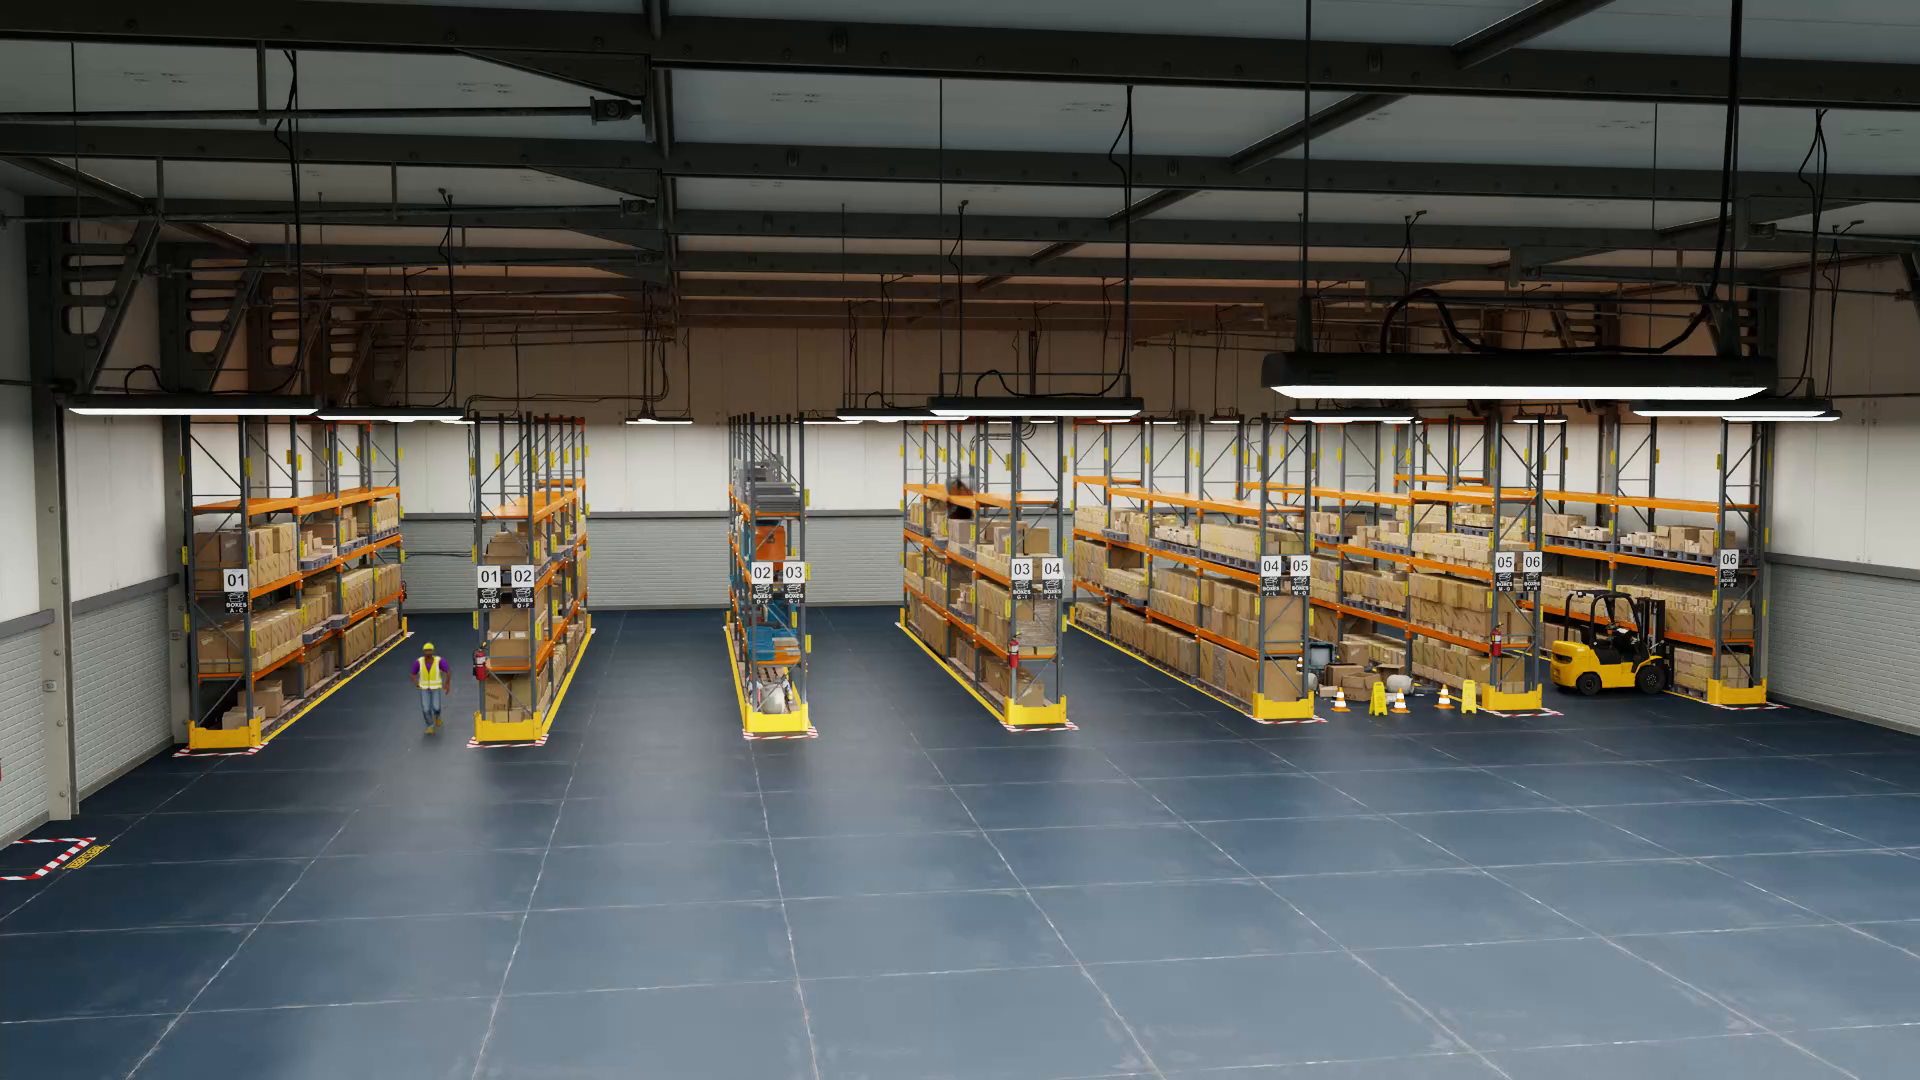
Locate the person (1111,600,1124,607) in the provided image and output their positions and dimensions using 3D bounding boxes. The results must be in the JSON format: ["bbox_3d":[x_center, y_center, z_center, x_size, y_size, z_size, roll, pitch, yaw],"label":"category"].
[{"bbox_3d":[4.576,1.496,49.657,0.559,1.706,0.724,3,5,39],"label":"person"}]

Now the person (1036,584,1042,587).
[{"bbox_3d":[2.368,1.697,46.459,0.670,1.757,0.632,0,4,-2],"label":"person"}]

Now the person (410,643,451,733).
[{"bbox_3d":[-9.869,2.764,30.959,0.713,1.700,0.588,-1,4,-11],"label":"person"}]
